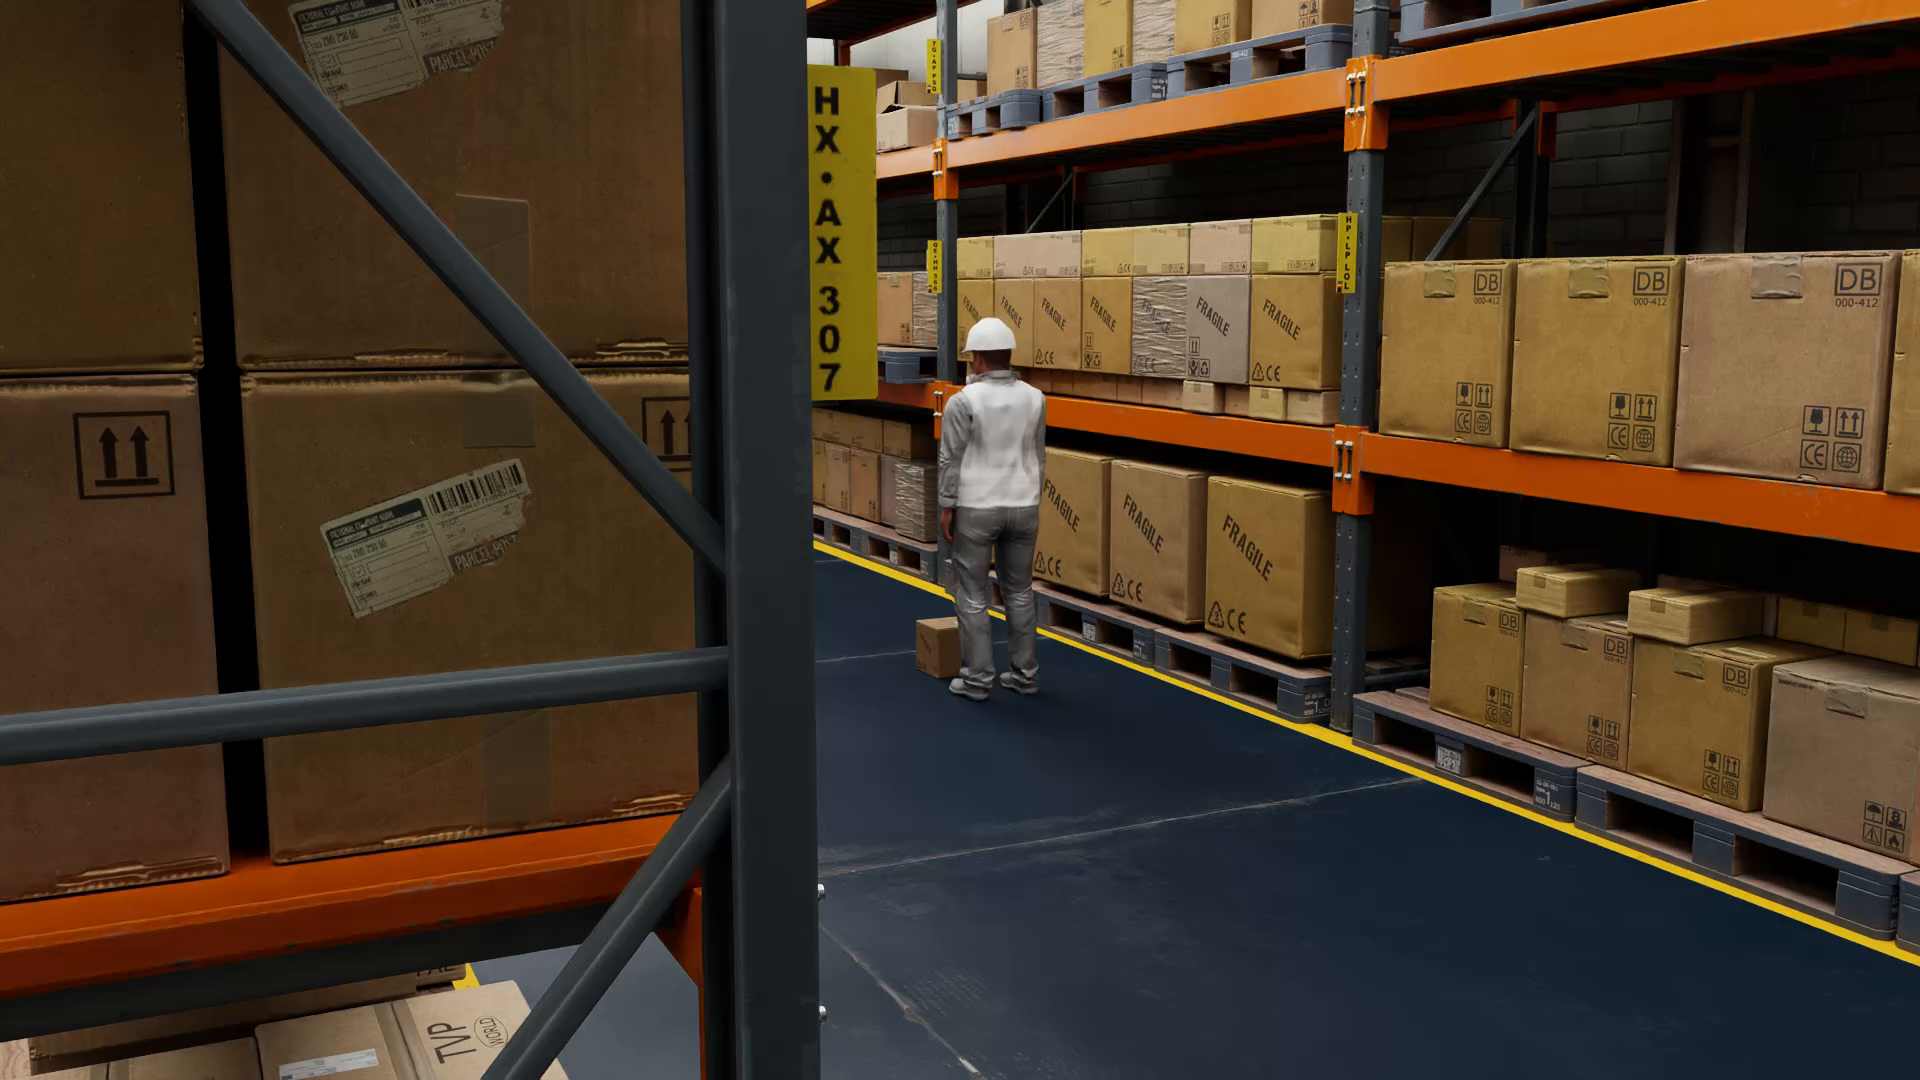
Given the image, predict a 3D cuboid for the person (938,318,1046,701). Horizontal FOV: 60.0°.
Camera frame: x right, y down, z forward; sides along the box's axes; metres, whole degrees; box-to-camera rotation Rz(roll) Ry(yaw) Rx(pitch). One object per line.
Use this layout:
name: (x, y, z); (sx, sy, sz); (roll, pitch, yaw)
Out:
person: (0.144, -0.145, 7.764); (0.533, 1.765, 0.358); (-4, 9, -23)
